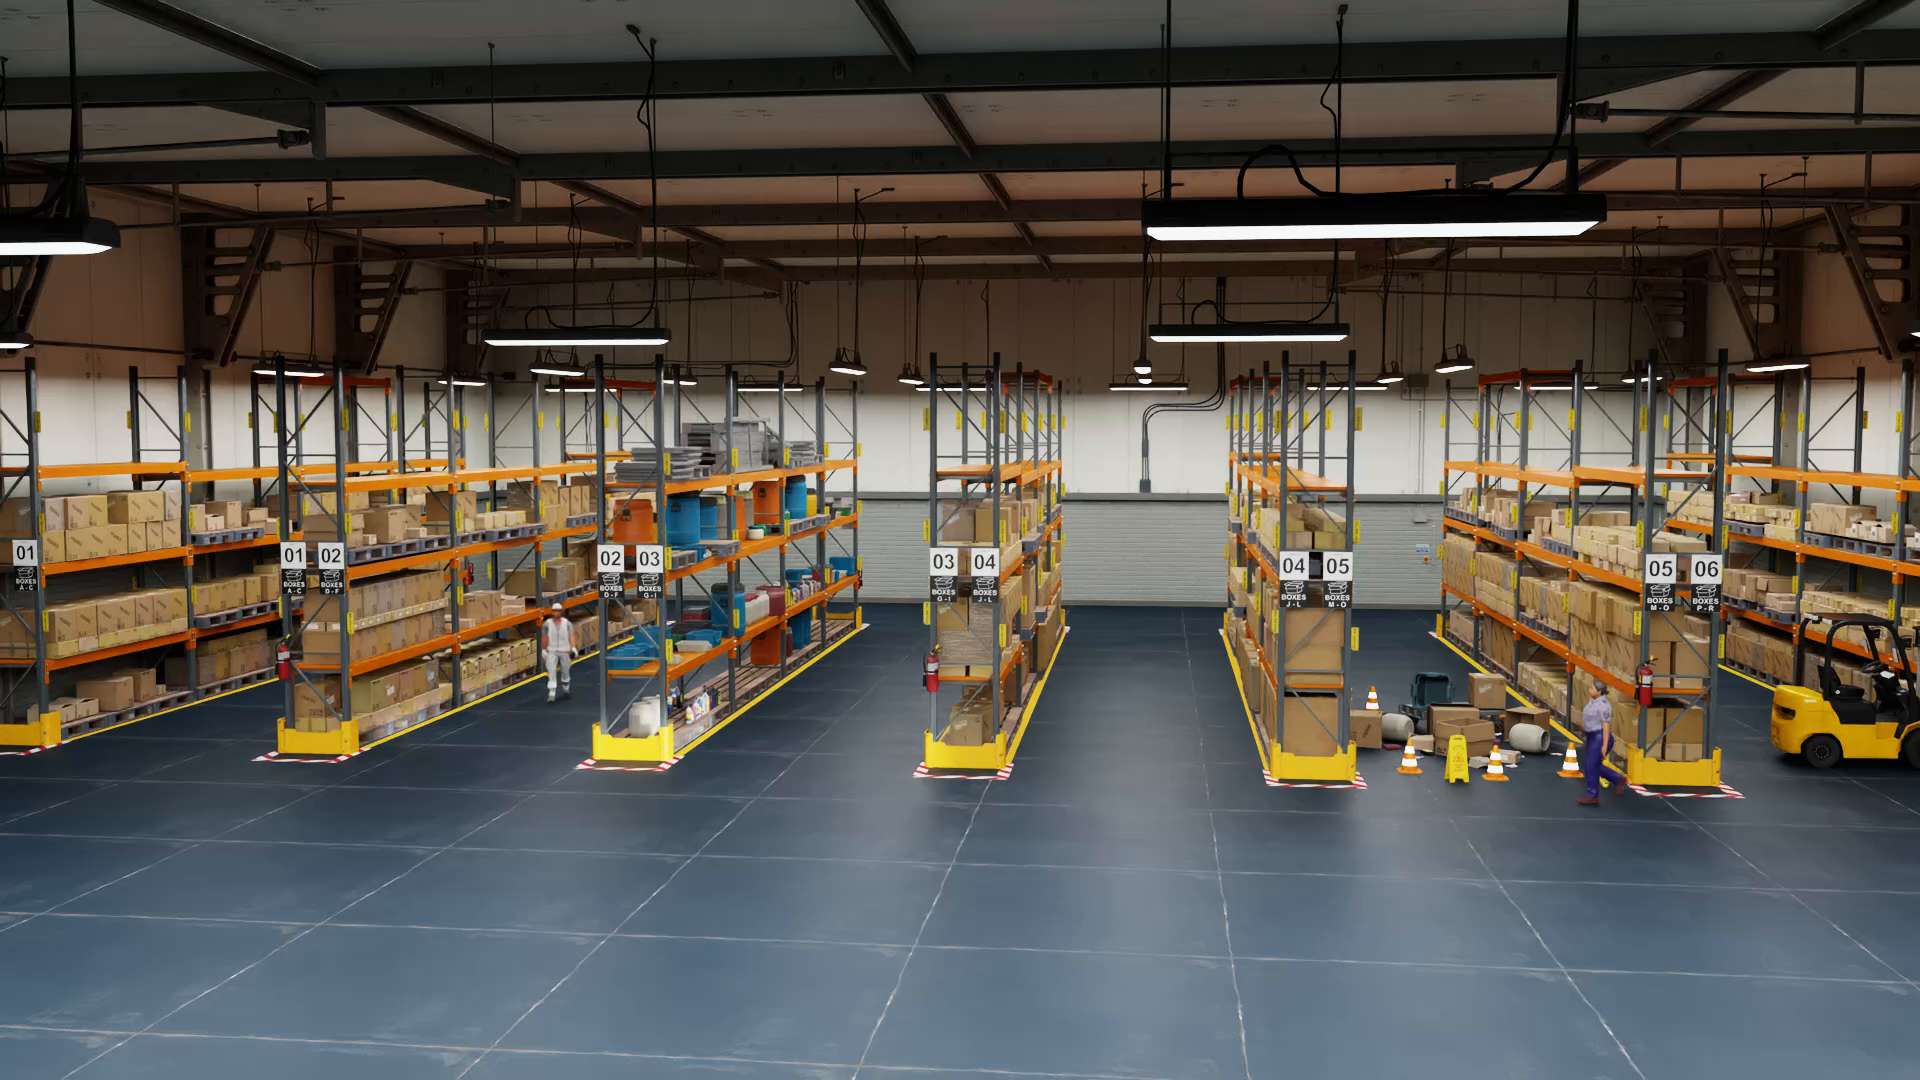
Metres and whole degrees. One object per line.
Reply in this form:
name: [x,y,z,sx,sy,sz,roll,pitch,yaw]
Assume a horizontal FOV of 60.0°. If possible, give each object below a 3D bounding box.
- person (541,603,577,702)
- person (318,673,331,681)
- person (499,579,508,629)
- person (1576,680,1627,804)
person: [-7.197,2.003,29.887,0.655,1.741,1.093,-1,4,-7]
person: [-11.110,2.069,28.991,0.605,1.749,0.540,1,4,19]
person: [-10.022,1.589,37.191,0.535,1.574,0.691,1,4,16]
person: [8.447,2.636,21.839,0.730,1.616,0.494,0,4,1]
